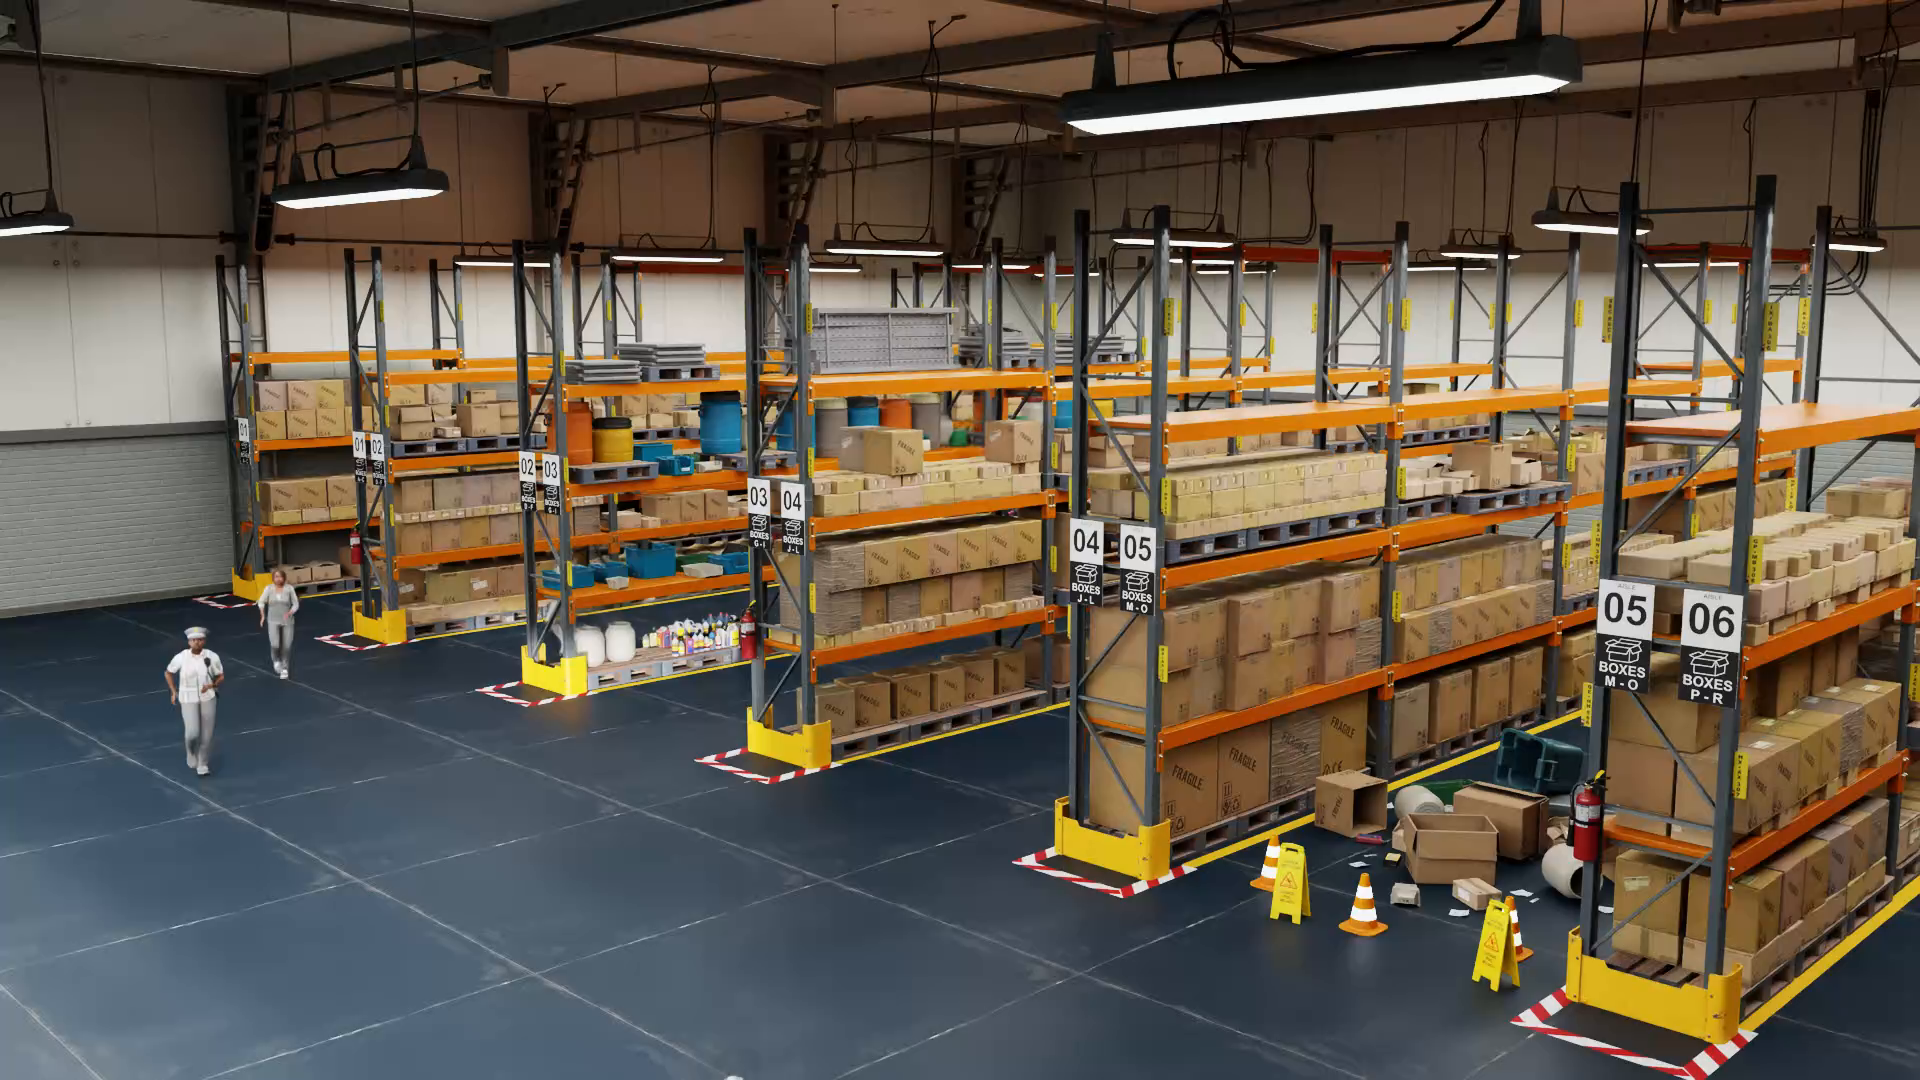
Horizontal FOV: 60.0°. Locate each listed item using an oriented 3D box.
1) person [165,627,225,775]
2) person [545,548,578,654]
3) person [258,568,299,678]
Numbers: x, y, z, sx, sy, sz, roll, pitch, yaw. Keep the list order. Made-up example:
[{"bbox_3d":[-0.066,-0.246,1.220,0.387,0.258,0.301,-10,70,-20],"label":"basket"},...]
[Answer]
[{"bbox_3d":[-8.361,1.768,18.241,0.577,1.659,0.560,-5,9,-30],"label":"person"},{"bbox_3d":[-5.820,0.884,24.368,0.593,1.660,0.624,6,10,37],"label":"person"},{"bbox_3d":[-9.366,1.158,22.897,0.521,1.555,0.626,-3,9,-22],"label":"person"}]
